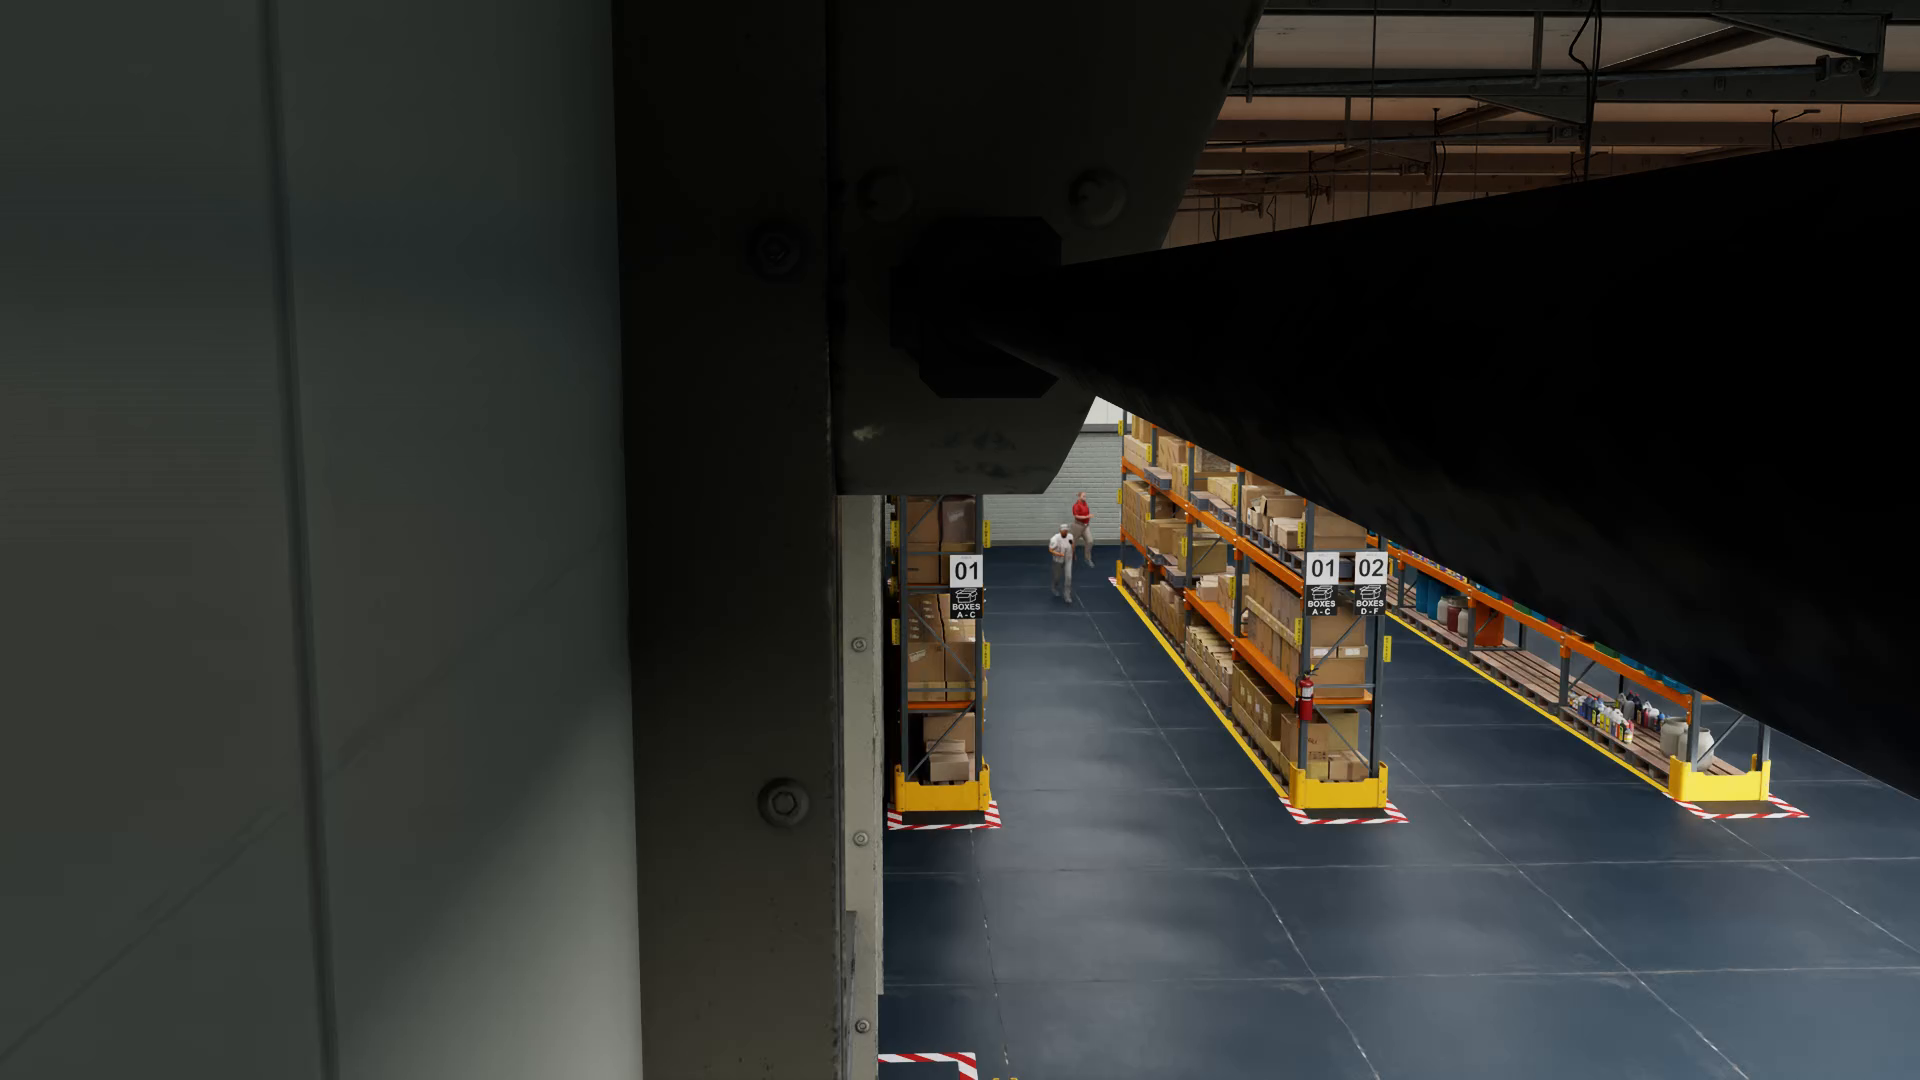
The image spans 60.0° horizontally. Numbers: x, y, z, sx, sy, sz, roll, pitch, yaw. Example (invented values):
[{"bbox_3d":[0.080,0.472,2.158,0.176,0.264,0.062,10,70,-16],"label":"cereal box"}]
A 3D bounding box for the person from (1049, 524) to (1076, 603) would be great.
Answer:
[{"bbox_3d":[2.111,0.443,34.528,0.600,1.634,0.922,-1,9,-8],"label":"person"}]

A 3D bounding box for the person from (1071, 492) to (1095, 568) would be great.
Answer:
[{"bbox_3d":[2.795,-0.244,38.833,0.887,1.790,0.650,6,10,36],"label":"person"}]
